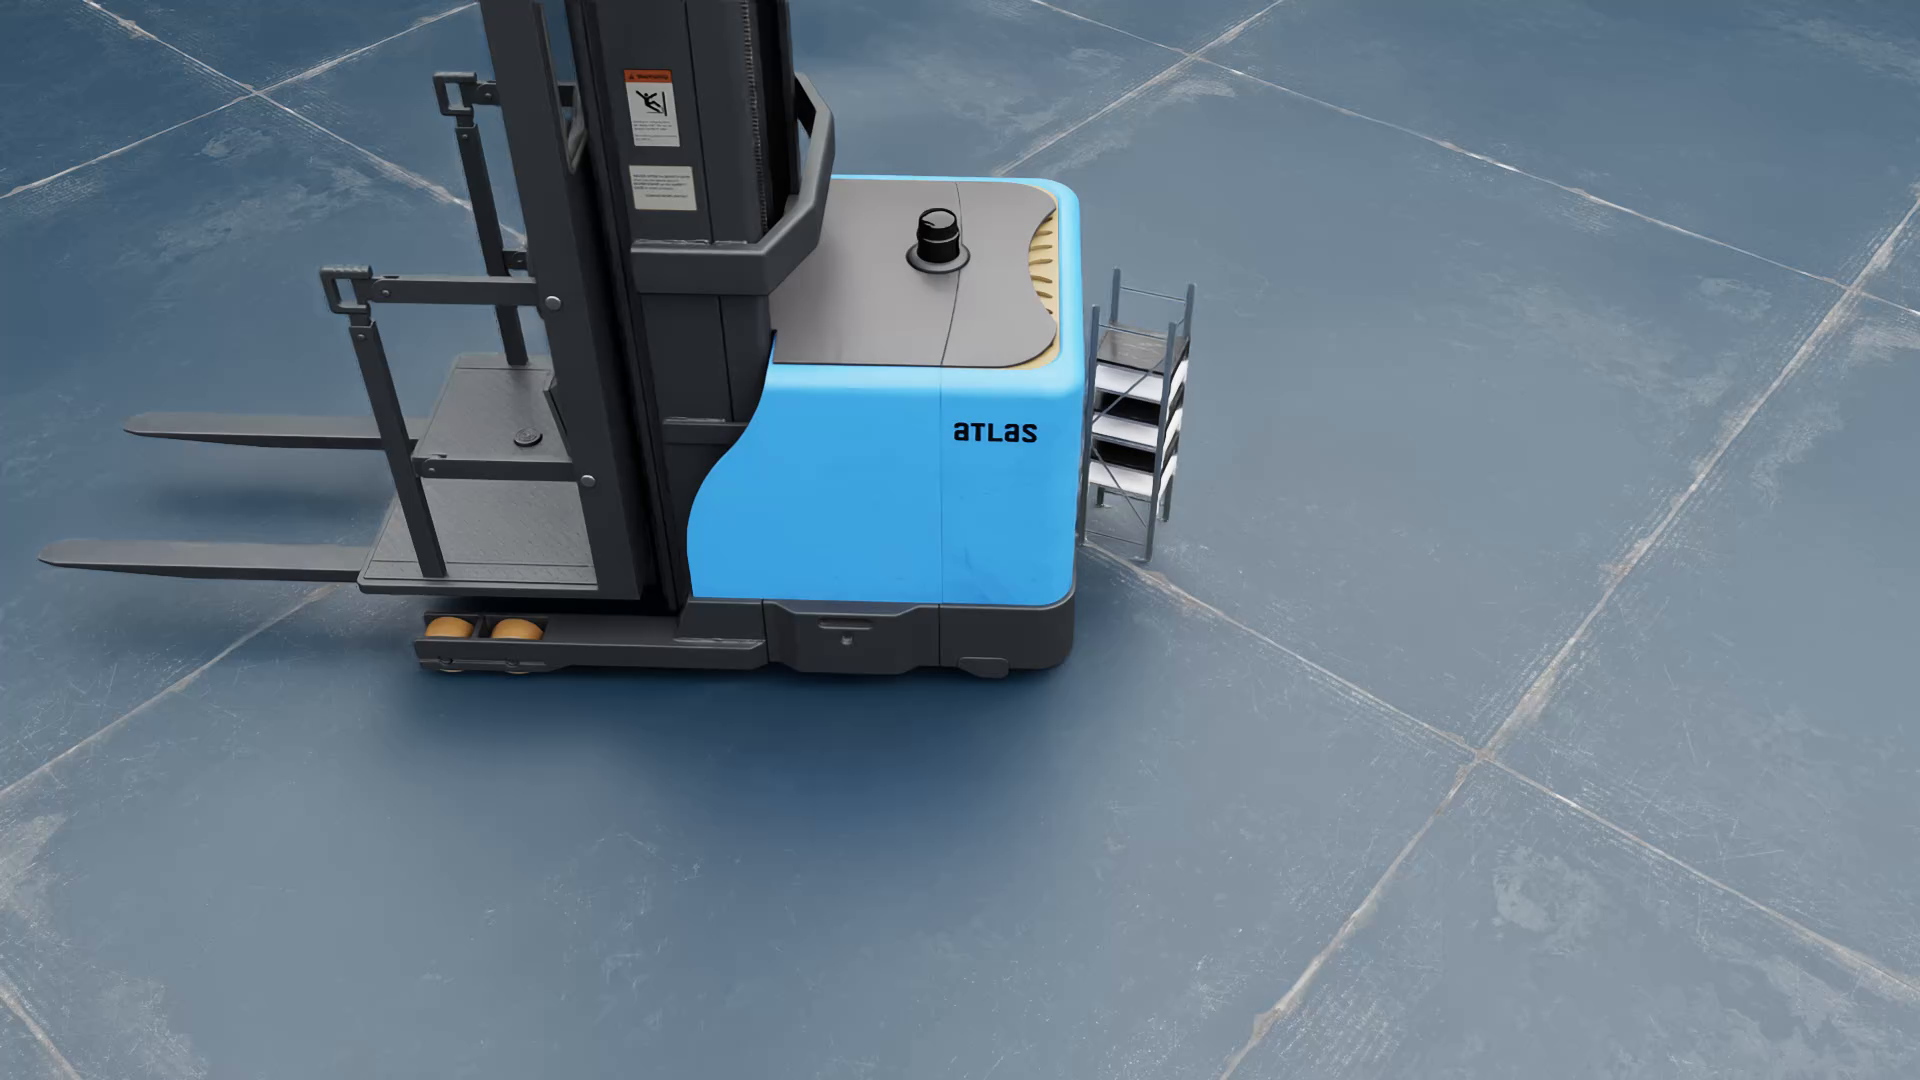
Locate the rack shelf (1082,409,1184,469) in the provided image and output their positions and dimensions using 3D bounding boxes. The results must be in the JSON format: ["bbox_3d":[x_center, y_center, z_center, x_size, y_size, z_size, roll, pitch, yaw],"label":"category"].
[{"bbox_3d":[0.519,-0.331,4.995,0.258,0.077,0.200,14,44,15],"label":"rack shelf"}]

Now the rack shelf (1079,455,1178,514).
[{"bbox_3d":[0.519,-0.198,5.116,0.258,0.077,0.200,14,44,15],"label":"rack shelf"}]

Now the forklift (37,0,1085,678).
[{"bbox_3d":[-1.173,-1.051,4.227,3.031,2.935,1.130,1,42,2],"label":"forklift"}]

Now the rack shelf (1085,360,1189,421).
[{"bbox_3d":[0.519,-0.465,4.874,0.258,0.077,0.200,14,44,15],"label":"rack shelf"}]

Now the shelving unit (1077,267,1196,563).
[{"bbox_3d":[0.519,-0.356,4.973,0.258,0.900,0.210,14,44,15],"label":"shelving unit"}]

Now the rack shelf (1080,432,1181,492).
[{"bbox_3d":[0.519,-0.265,5.056,0.258,0.077,0.200,14,44,15],"label":"rack shelf"}]

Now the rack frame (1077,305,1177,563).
[{"bbox_3d":[0.483,-0.292,4.902,0.240,0.900,0.006,14,44,15],"label":"rack frame"}]

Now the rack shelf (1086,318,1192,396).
[{"bbox_3d":[0.519,-0.531,4.813,0.258,0.077,0.200,14,44,15],"label":"rack shelf"}]

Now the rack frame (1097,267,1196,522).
[{"bbox_3d":[0.555,-0.420,5.043,0.240,0.900,0.006,14,44,15],"label":"rack frame"}]

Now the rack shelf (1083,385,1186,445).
[{"bbox_3d":[0.519,-0.398,4.934,0.258,0.077,0.200,14,44,15],"label":"rack shelf"}]
